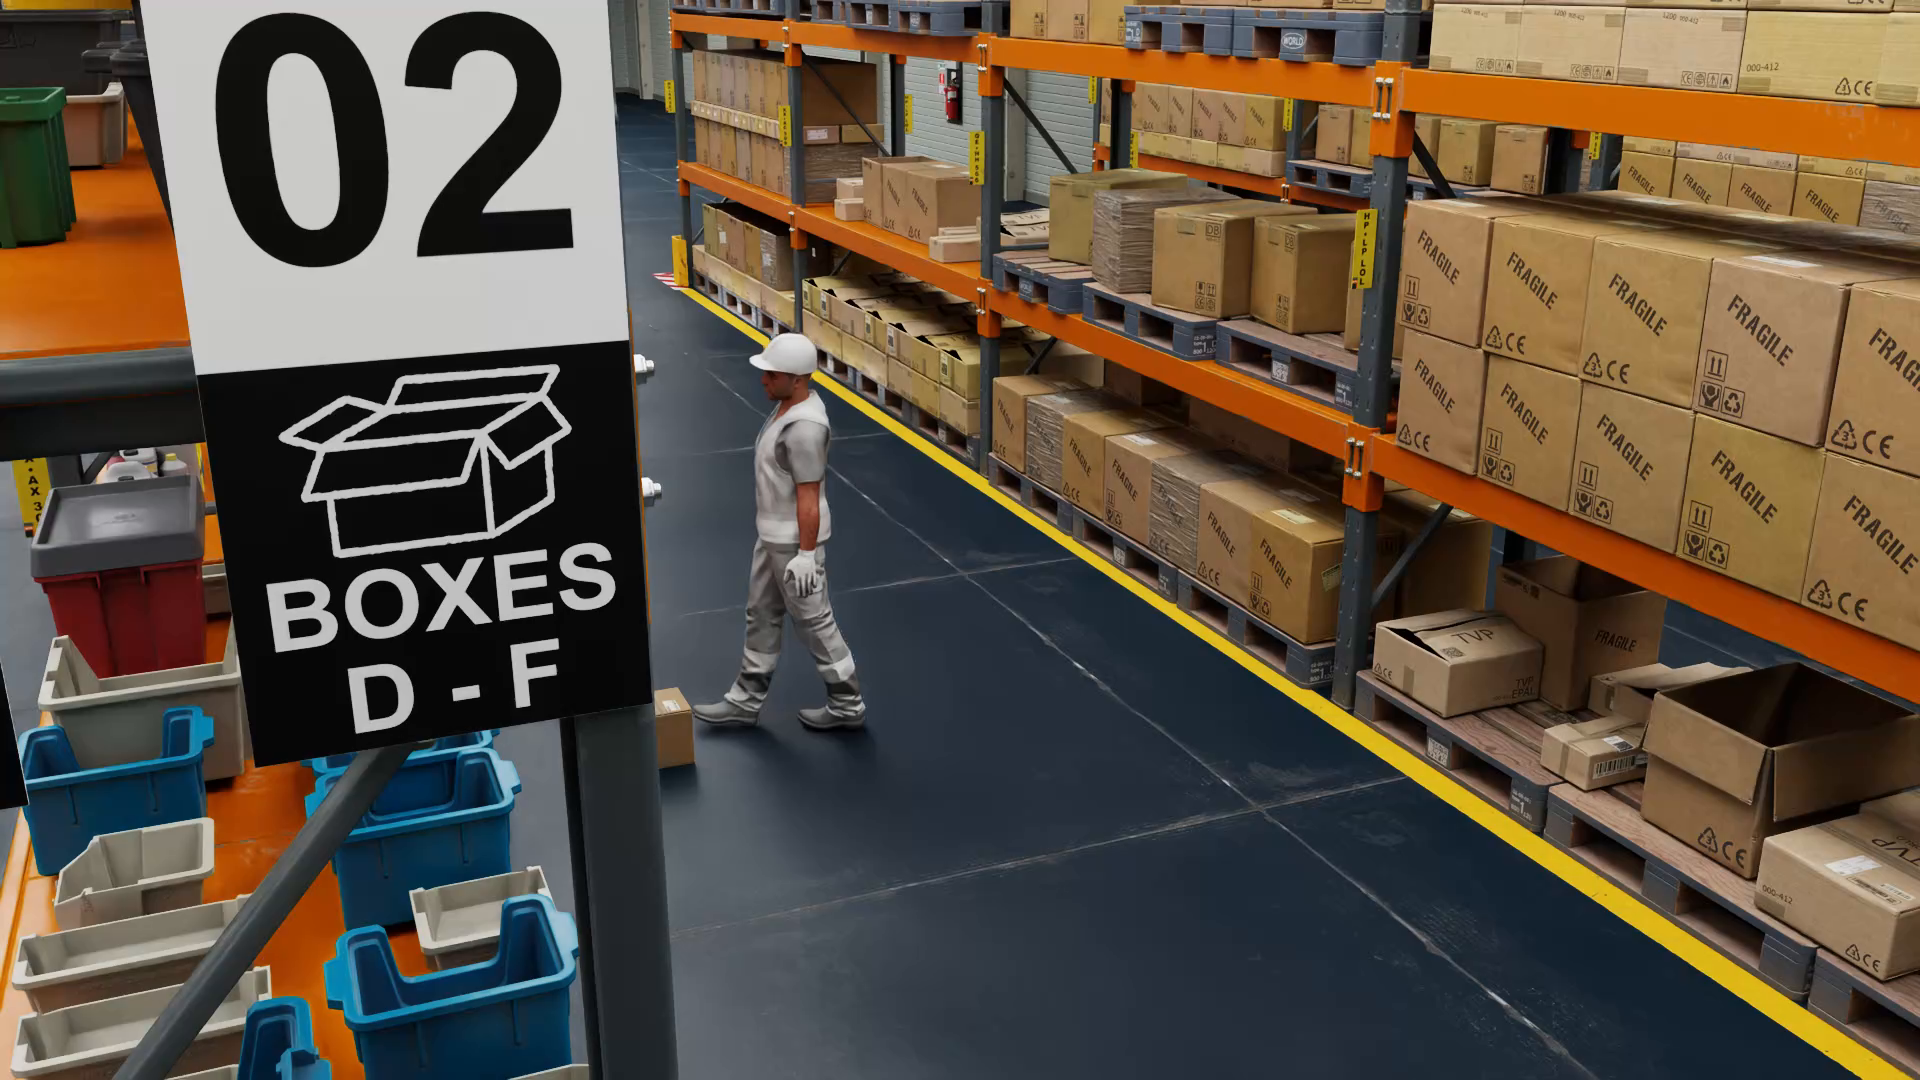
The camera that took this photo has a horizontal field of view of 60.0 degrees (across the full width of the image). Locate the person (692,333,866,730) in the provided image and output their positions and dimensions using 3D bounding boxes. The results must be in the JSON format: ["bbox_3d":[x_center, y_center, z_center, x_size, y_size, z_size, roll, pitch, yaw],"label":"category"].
[{"bbox_3d":[-0.799,-0.006,7.043,0.763,1.774,0.589,-3,19,-10],"label":"person"}]
